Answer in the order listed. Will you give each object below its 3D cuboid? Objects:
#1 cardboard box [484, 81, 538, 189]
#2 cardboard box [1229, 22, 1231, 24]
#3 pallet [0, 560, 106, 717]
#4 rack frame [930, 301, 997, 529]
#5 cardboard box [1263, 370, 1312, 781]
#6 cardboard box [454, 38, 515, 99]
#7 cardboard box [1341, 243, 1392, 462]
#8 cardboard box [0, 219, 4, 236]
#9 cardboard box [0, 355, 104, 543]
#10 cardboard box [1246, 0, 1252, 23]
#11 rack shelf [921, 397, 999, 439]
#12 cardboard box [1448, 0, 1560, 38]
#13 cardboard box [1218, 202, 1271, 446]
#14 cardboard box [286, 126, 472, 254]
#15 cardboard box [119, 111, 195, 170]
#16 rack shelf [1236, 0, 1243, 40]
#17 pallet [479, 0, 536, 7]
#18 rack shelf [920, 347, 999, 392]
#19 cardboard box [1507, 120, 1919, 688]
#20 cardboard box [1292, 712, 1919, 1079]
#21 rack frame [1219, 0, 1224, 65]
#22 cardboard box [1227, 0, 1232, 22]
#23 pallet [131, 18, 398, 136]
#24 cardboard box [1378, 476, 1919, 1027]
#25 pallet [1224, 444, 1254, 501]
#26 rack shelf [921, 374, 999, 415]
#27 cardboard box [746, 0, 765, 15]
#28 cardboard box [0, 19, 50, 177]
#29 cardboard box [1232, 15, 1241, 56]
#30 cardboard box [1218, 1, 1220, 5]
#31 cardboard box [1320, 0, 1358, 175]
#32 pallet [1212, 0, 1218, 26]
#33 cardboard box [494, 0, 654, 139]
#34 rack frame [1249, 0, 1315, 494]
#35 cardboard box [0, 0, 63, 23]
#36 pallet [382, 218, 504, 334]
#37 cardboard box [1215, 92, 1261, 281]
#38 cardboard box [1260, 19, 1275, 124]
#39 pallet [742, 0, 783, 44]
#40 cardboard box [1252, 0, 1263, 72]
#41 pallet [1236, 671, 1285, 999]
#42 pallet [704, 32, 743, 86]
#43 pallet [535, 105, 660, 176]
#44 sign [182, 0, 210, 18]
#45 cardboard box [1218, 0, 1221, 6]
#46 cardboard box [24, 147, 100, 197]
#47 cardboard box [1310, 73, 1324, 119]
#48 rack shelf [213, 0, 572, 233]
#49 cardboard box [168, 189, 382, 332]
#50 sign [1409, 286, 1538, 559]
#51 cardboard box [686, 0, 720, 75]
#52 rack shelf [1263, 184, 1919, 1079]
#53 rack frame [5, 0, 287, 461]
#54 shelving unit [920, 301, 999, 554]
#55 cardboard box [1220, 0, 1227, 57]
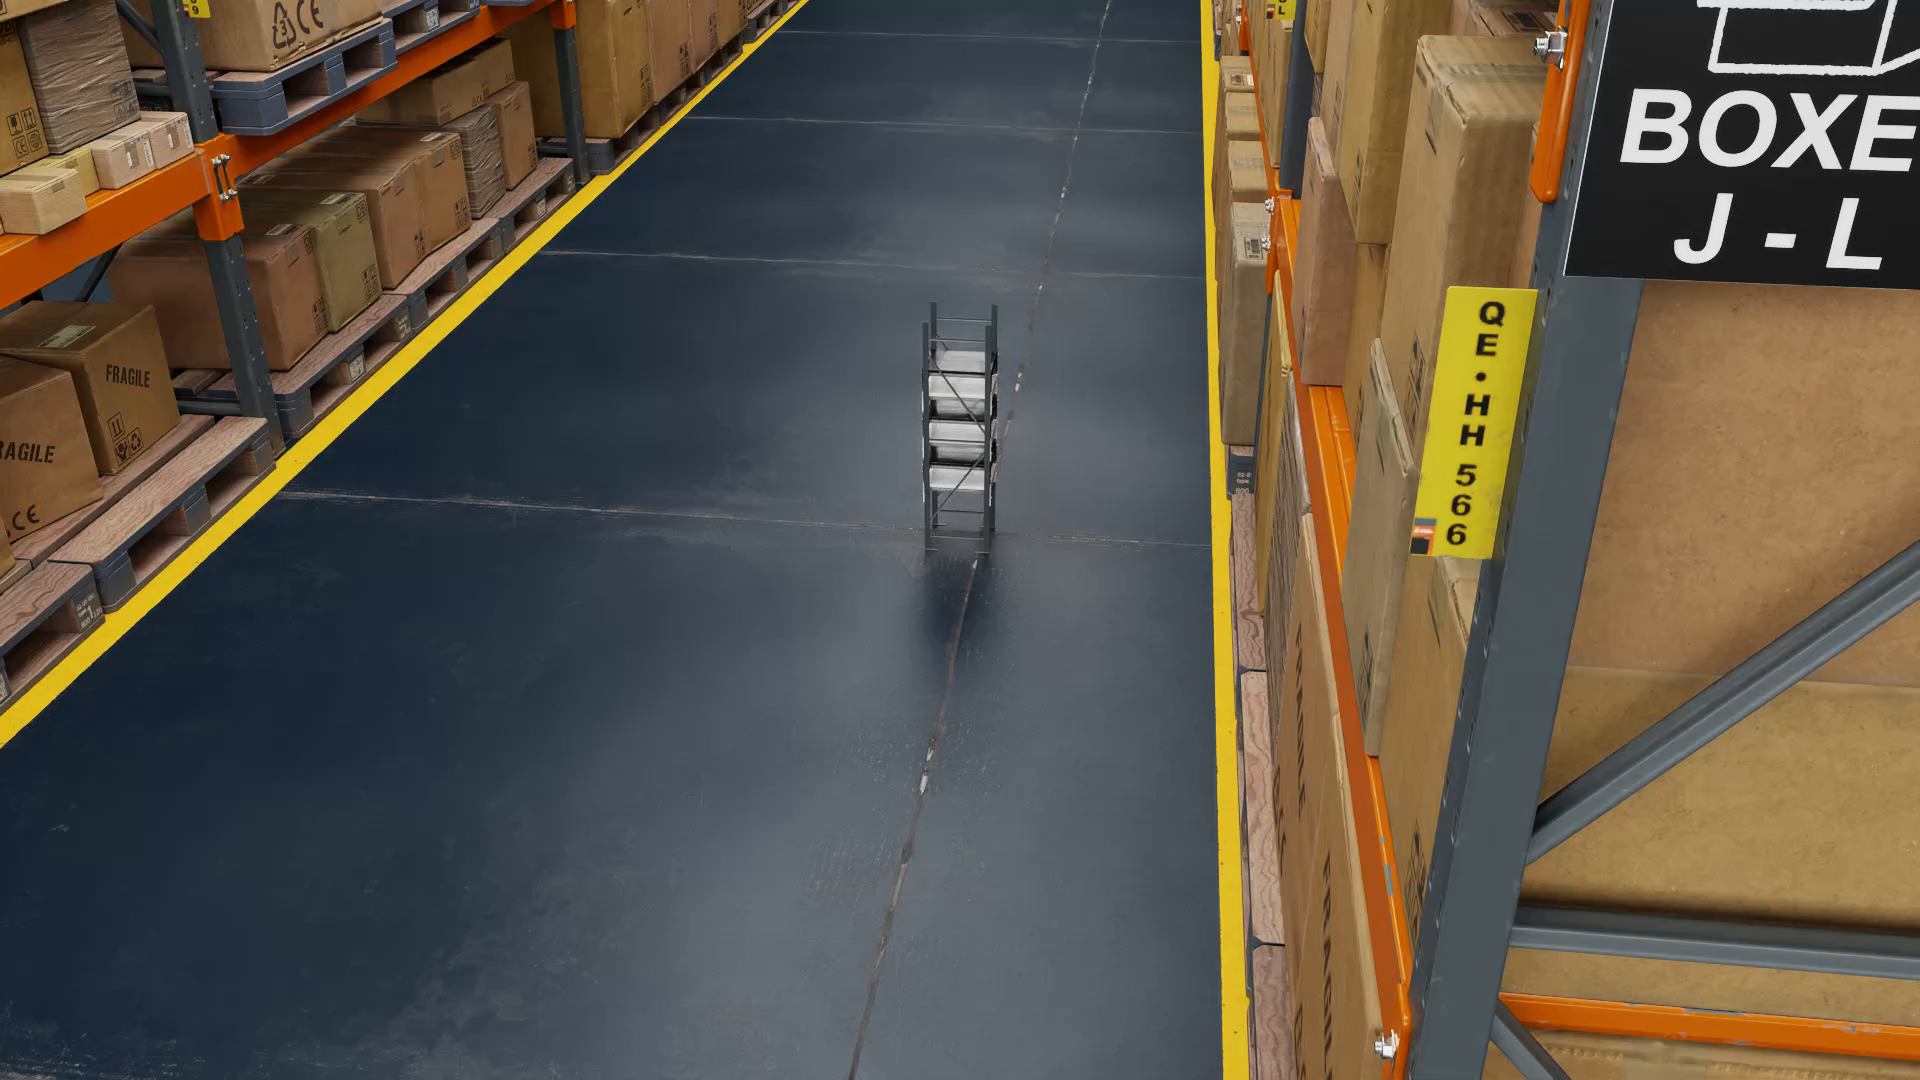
[{"bbox_3d":[-2.885,-2.351,9.622,0.700,0.500,0.500,2,28,4],"label":"cardboard box"},{"bbox_3d":[2.110,-3.376,11.547,0.500,0.500,0.500,4,29,7],"label":"cardboard box"},{"bbox_3d":[-3.507,0.431,5.228,1.003,0.211,1.213,3,28,6],"label":"pallet"},{"bbox_3d":[0.013,-0.448,6.132,0.240,0.900,0.006,3,28,6],"label":"rack frame"},{"bbox_3d":[1.345,0.112,4.677,0.875,0.875,0.875,4,29,7],"label":"cardboard box"},{"bbox_3d":[-2.875,-2.680,9.443,0.500,0.250,0.500,4,29,8],"label":"cardboard box"},{"bbox_3d":[1.371,-0.484,3.828,0.875,0.550,0.500,3,28,6],"label":"cardboard box"},{"bbox_3d":[-3.259,-0.997,5.202,0.380,0.149,0.250,3,28,6],"label":"cardboard box"},{"bbox_3d":[-3.464,-0.319,5.873,0.500,0.500,0.500,13,31,22],"label":"cardboard box"},{"bbox_3d":[1.705,-2.847,8.266,0.500,0.500,0.500,3,28,6],"label":"cardboard box"},{"bbox_3d":[0.001,-0.450,6.017,0.258,0.077,0.200,3,28,6],"label":"rack shelf"},{"bbox_3d":[1.371,-0.706,3.101,0.875,0.550,0.550,3,28,6],"label":"cardboard box"},{"bbox_3d":[1.585,-0.847,6.589,1.050,0.750,0.750,3,28,6],"label":"cardboard box"},{"bbox_3d":[-3.002,-1.821,8.640,0.700,0.500,0.500,6,29,10],"label":"cardboard box"},{"bbox_3d":[-3.047,-1.462,6.066,0.380,0.149,0.250,3,28,6],"label":"cardboard box"},{"bbox_3d":[2.333,-3.863,11.016,1.077,0.370,4.000,3,28,6],"label":"rack shelf"},{"bbox_3d":[-2.804,-3.148,9.132,1.213,0.211,1.003,3,28,6],"label":"pallet"},{"bbox_3d":[0.001,-0.608,5.931,0.258,0.077,0.200,3,28,6],"label":"rack shelf"},{"bbox_3d":[1.192,-0.186,2.136,0.875,0.550,0.550,3,28,6],"label":"cardboard box"},{"bbox_3d":[1.125,0.955,3.112,0.875,0.875,0.875,4,29,6],"label":"cardboard box"},{"bbox_3d":[2.578,-5.121,12.593,1.000,3.000,0.127,3,28,6],"label":"rack frame"},{"bbox_3d":[2.096,-3.712,11.380,0.500,0.250,0.500,4,29,8],"label":"cardboard box"},{"bbox_3d":[-3.074,-1.958,6.924,1.003,0.211,1.213,3,28,6],"label":"pallet"},{"bbox_3d":[1.108,0.284,2.401,0.875,0.550,0.550,3,28,6],"label":"cardboard box"},{"bbox_3d":[1.618,-0.495,6.946,1.003,0.211,1.213,3,28,6],"label":"pallet"},{"bbox_3d":[0.001,-0.529,5.974,0.258,0.077,0.200,3,28,6],"label":"rack shelf"},{"bbox_3d":[-2.172,-5.012,14.188,0.875,0.875,0.875,3,28,6],"label":"cardboard box"},{"bbox_3d":[-3.525,-1.424,5.312,0.875,0.500,0.500,3,28,6],"label":"cardboard box"},{"bbox_3d":[1.911,-2.990,10.039,0.500,0.250,0.500,3,28,5],"label":"cardboard box"},{"bbox_3d":[2.371,-4.501,14.005,0.380,0.149,0.250,2,28,5],"label":"cardboard box"},{"bbox_3d":[1.364,-1.213,4.042,0.875,0.550,0.550,3,28,6],"label":"cardboard box"},{"bbox_3d":[2.772,-4.787,14.914,1.003,0.211,1.213,3,28,6],"label":"pallet"},{"bbox_3d":[-2.717,-3.147,10.726,1.225,0.875,0.875,2,28,4],"label":"cardboard box"},{"bbox_3d":[1.598,-1.355,5.603,1.000,3.000,0.127,3,28,6],"label":"rack frame"},{"bbox_3d":[-3.154,-1.843,5.035,0.500,0.500,0.500,3,28,6],"label":"cardboard box"},{"bbox_3d":[-3.072,-1.406,8.637,1.003,0.211,1.213,3,28,6],"label":"pallet"},{"bbox_3d":[1.820,-1.739,8.245,1.050,0.750,0.750,4,29,7],"label":"cardboard box"},{"bbox_3d":[1.458,-1.898,6.505,0.500,0.500,0.500,3,28,6],"label":"cardboard box"},{"bbox_3d":[-2.161,-4.582,14.533,1.003,0.211,1.213,3,28,6],"label":"pallet"},{"bbox_3d":[1.580,-2.375,7.391,0.500,0.500,0.500,3,28,6],"label":"cardboard box"},{"bbox_3d":[1.280,0.802,4.539,1.003,0.211,1.213,3,28,6],"label":"pallet"},{"bbox_3d":[-2.352,-3.861,13.195,1.003,0.211,1.213,3,28,6],"label":"pallet"},{"bbox_3d":[-2.651,-2.713,11.063,1.003,0.211,1.213,3,28,6],"label":"pallet"},{"bbox_3d":[-2.773,-2.044,5.969,0.100,0.325,0.005,3,28,6],"label":"sign"},{"bbox_3d":[2.322,-4.476,13.646,0.380,0.149,0.250,2,28,4],"label":"cardboard box"},{"bbox_3d":[-3.177,-1.231,5.637,0.380,0.149,0.250,3,28,6],"label":"cardboard box"},{"bbox_3d":[1.564,-1.247,5.244,0.875,0.550,0.550,3,28,6],"label":"cardboard box"},{"bbox_3d":[-3.067,-2.316,8.144,1.077,0.370,4.000,3,28,6],"label":"rack shelf"},{"bbox_3d":[-3.139,-1.295,7.664,0.700,0.500,0.500,3,28,6],"label":"cardboard box"},{"bbox_3d":[0.571,-0.124,1.848,0.100,0.325,0.005,3,28,6],"label":"sign"},{"bbox_3d":[-2.499,-3.983,12.278,1.225,0.875,0.875,2,28,4],"label":"cardboard box"},{"bbox_3d":[1.353,-0.097,4.026,1.077,0.370,4.000,3,28,6],"label":"rack shelf"},{"bbox_3d":[-3.312,-1.691,6.226,1.000,3.000,0.127,3,28,6],"label":"rack frame"},{"bbox_3d":[0.001,-0.400,6.044,0.258,0.900,0.210,3,28,6],"label":"shelving unit"},{"bbox_3d":[2.224,-3.873,12.469,0.500,0.500,0.500,4,29,8],"label":"cardboard box"}]
